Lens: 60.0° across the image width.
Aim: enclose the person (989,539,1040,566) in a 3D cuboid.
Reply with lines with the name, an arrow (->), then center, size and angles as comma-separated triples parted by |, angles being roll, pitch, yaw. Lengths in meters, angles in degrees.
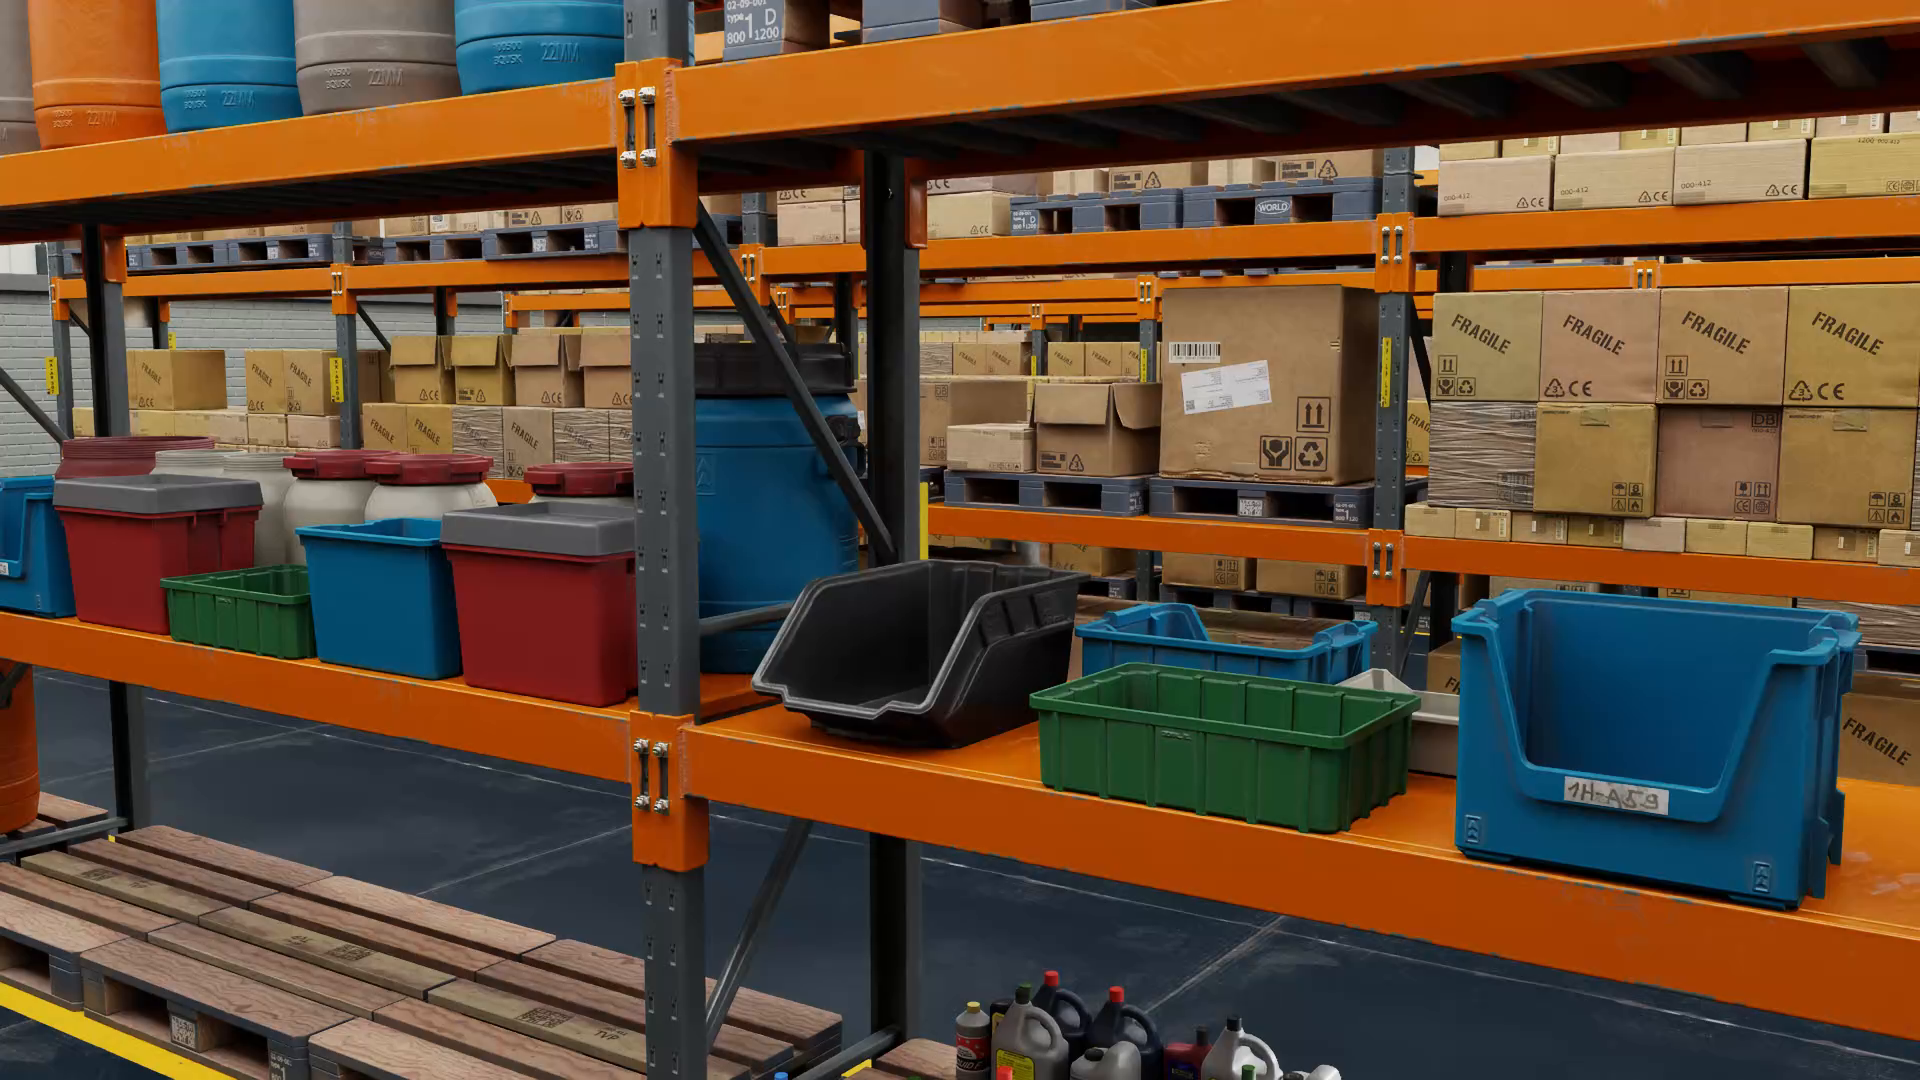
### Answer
person -> 0.459, -0.145, 13.338 | 0.452, 1.663, 0.549 | 4, 8, 33
